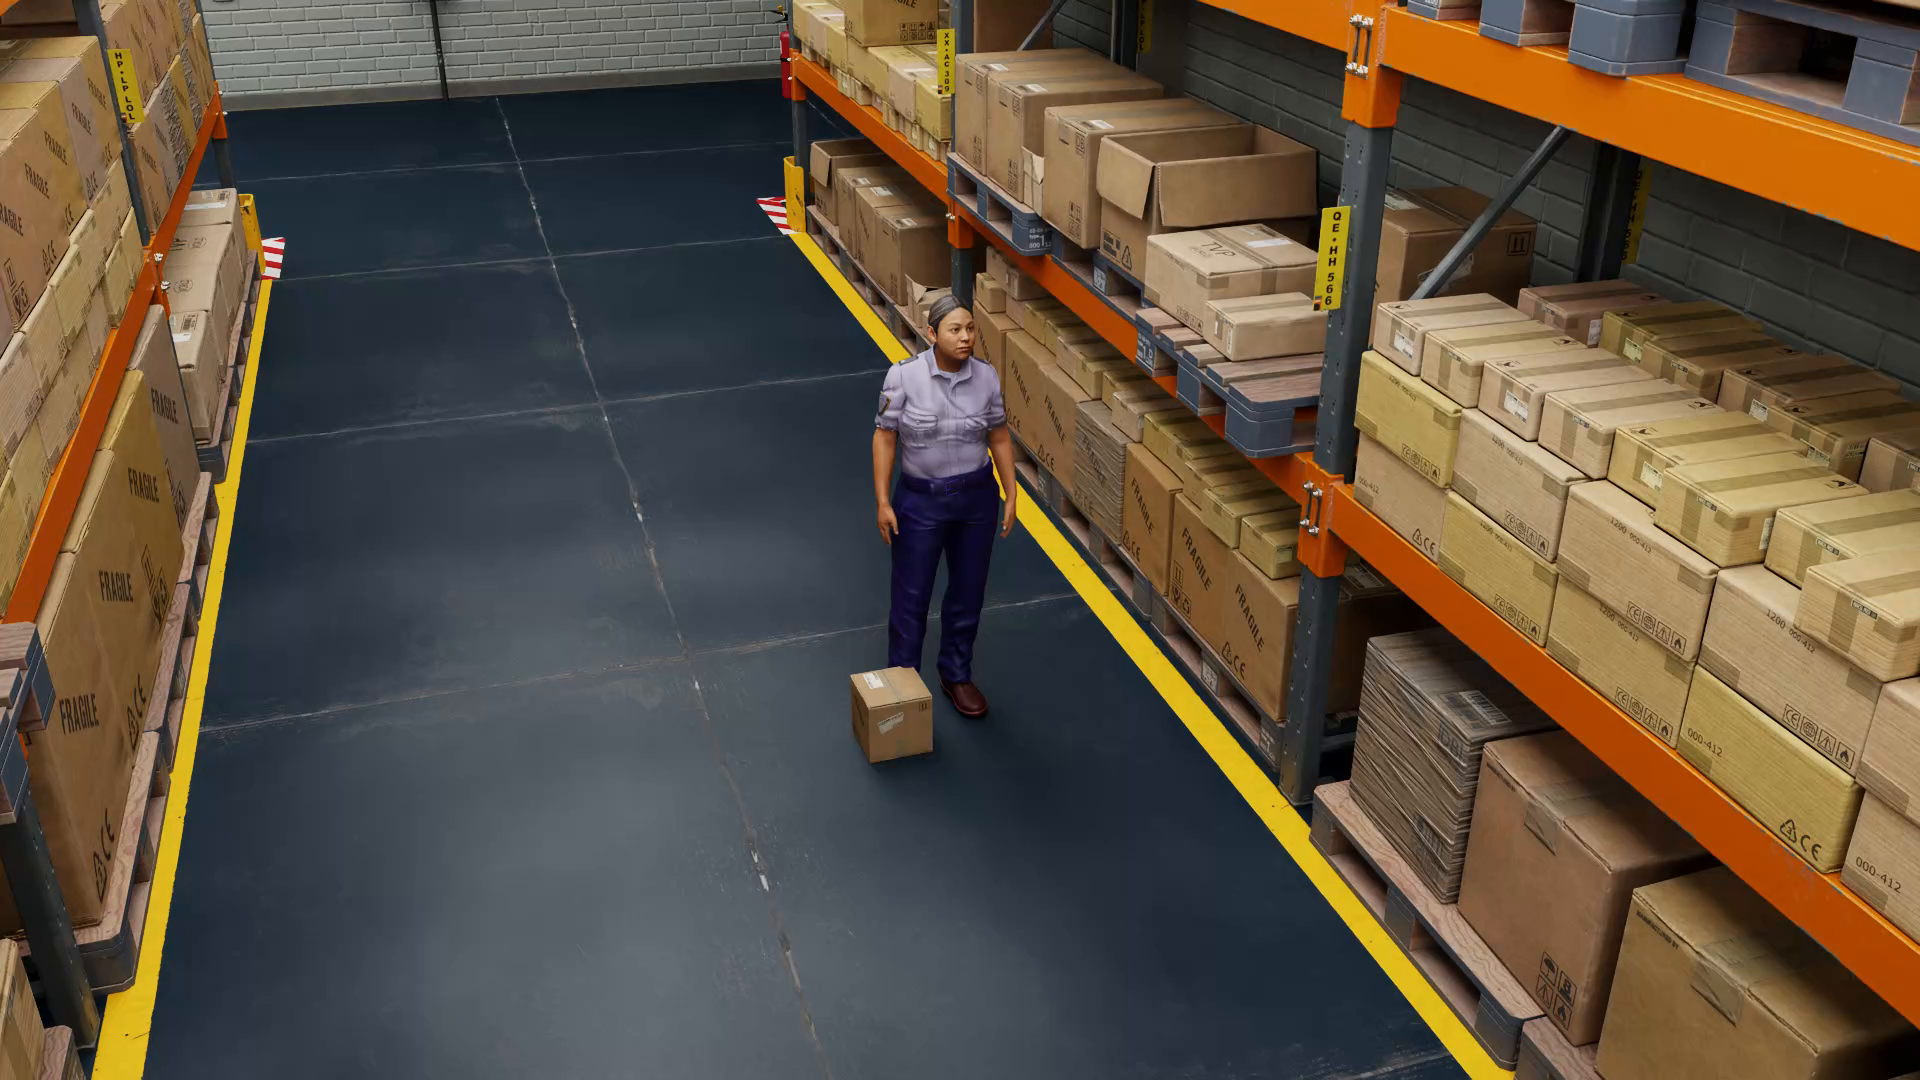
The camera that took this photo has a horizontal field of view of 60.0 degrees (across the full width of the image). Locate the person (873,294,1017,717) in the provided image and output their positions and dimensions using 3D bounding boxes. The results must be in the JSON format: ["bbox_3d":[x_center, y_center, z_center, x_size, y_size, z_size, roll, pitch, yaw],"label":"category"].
[{"bbox_3d":[-0.045,-0.083,6.275,0.598,1.651,0.502,-8,28,-16],"label":"person"}]
